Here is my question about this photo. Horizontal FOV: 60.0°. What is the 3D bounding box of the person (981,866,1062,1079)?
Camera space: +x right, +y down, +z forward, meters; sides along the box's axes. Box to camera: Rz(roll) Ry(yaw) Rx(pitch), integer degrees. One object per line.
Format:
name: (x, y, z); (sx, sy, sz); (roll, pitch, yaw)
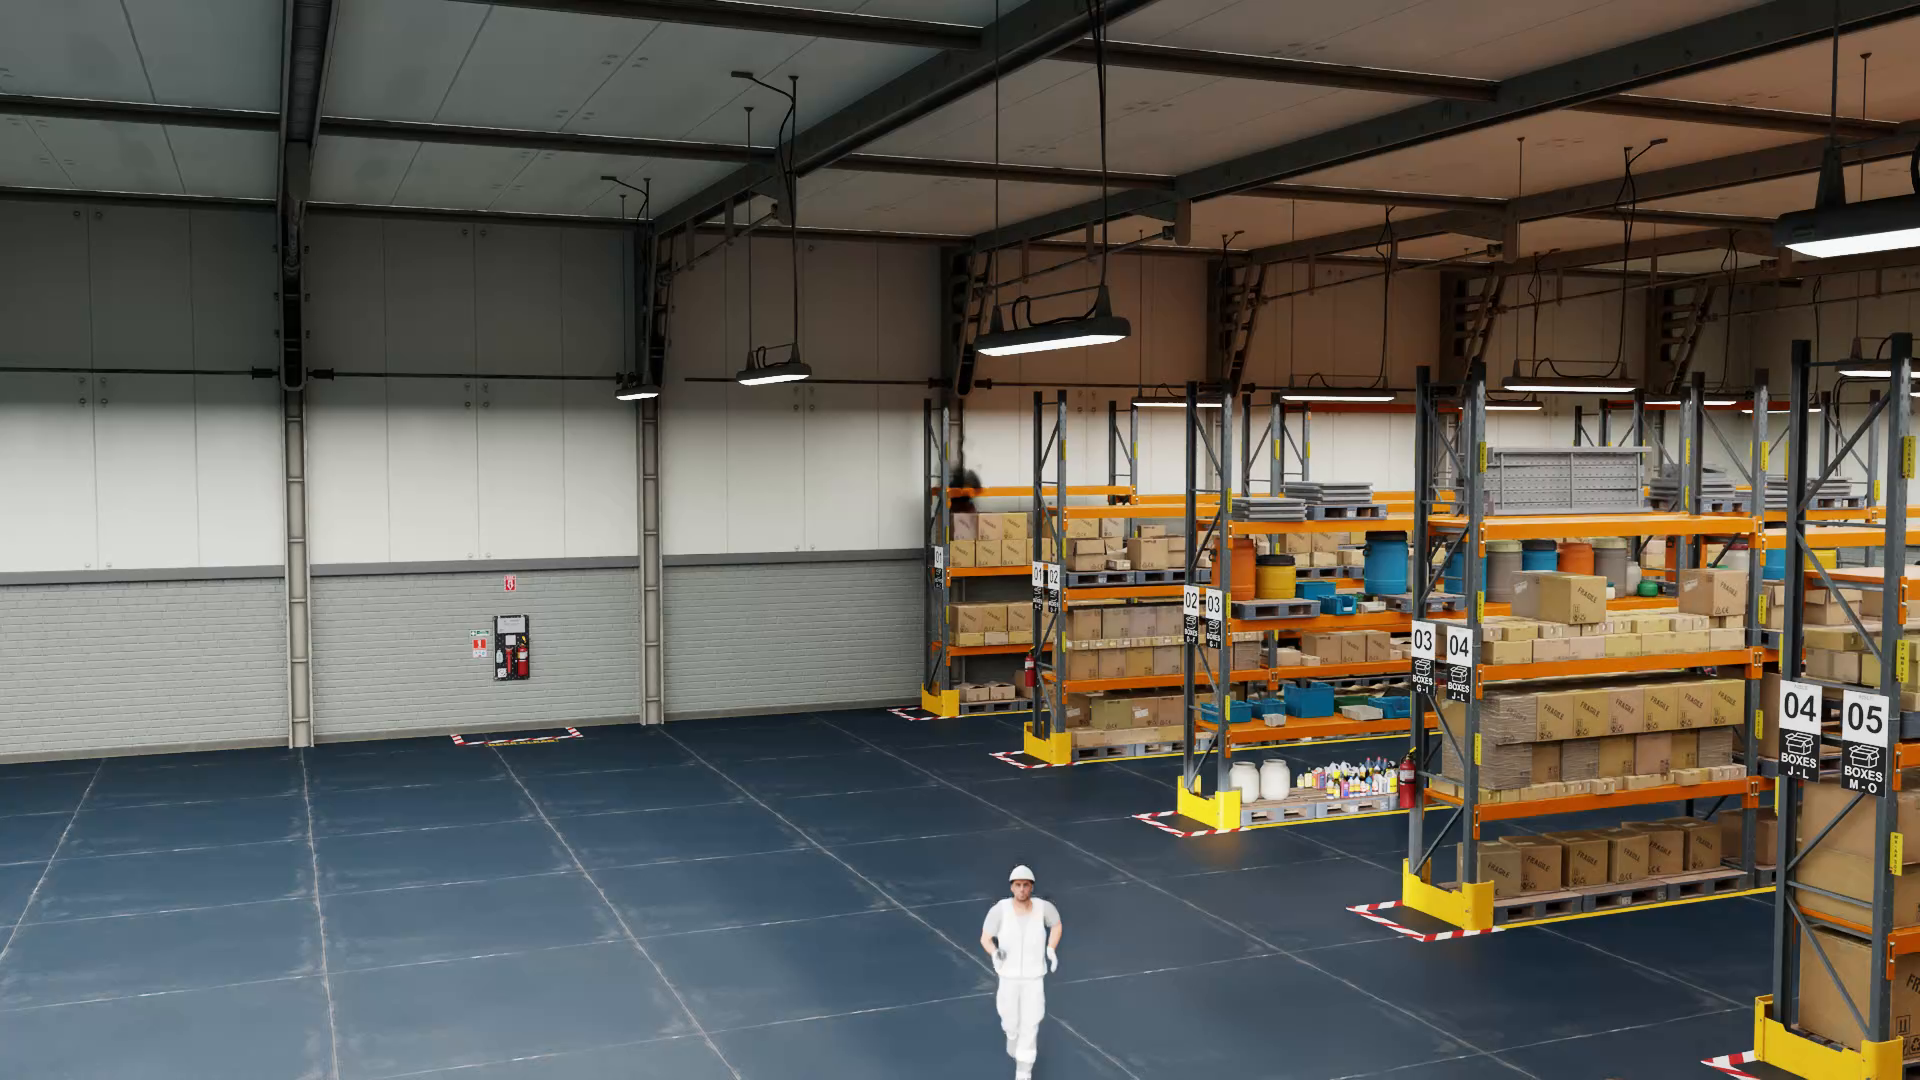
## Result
person: (0.497, 3.480, 13.310); (0.660, 1.769, 0.962); (0, 3, 1)
